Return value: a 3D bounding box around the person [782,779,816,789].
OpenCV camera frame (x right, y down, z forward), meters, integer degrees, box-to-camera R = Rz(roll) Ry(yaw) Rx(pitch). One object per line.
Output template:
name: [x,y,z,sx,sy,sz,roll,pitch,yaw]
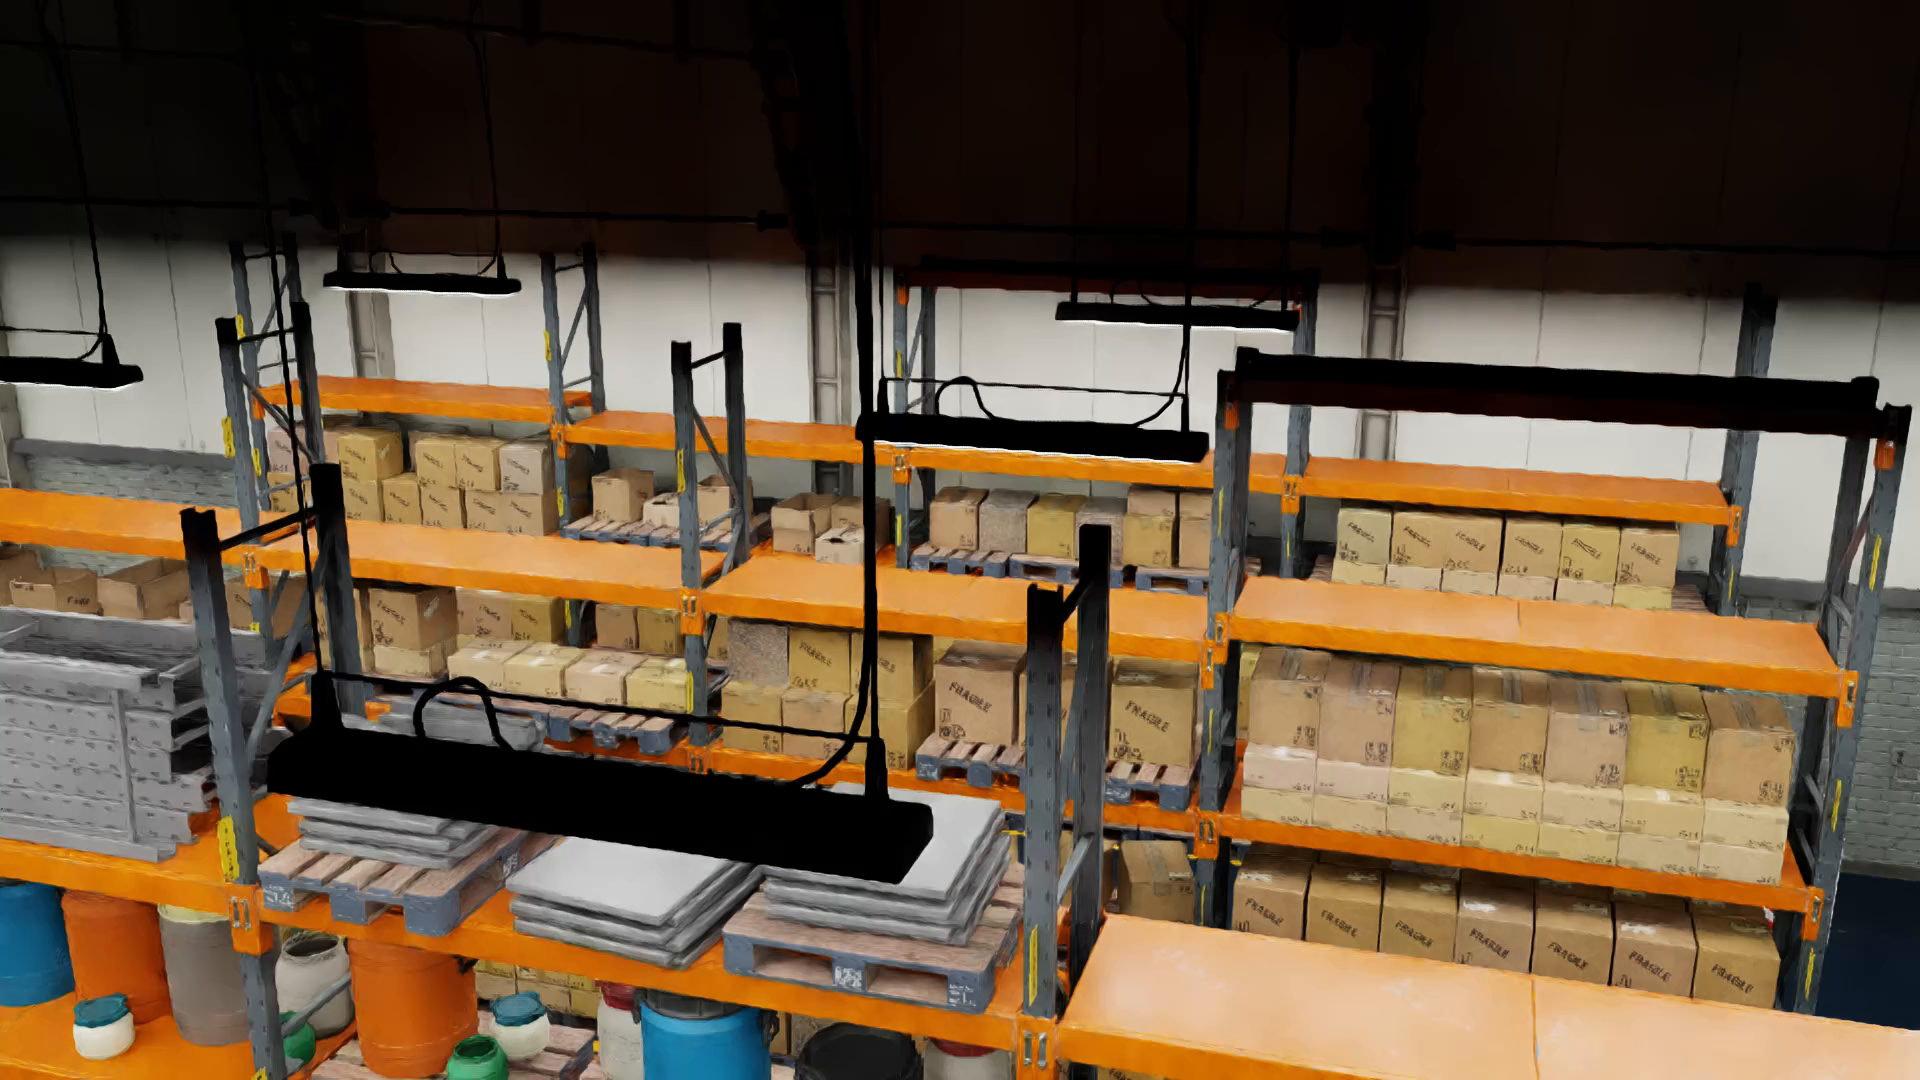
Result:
person: [-1.570,2.671,16.552,1.086,1.589,0.495,6,17,19]
